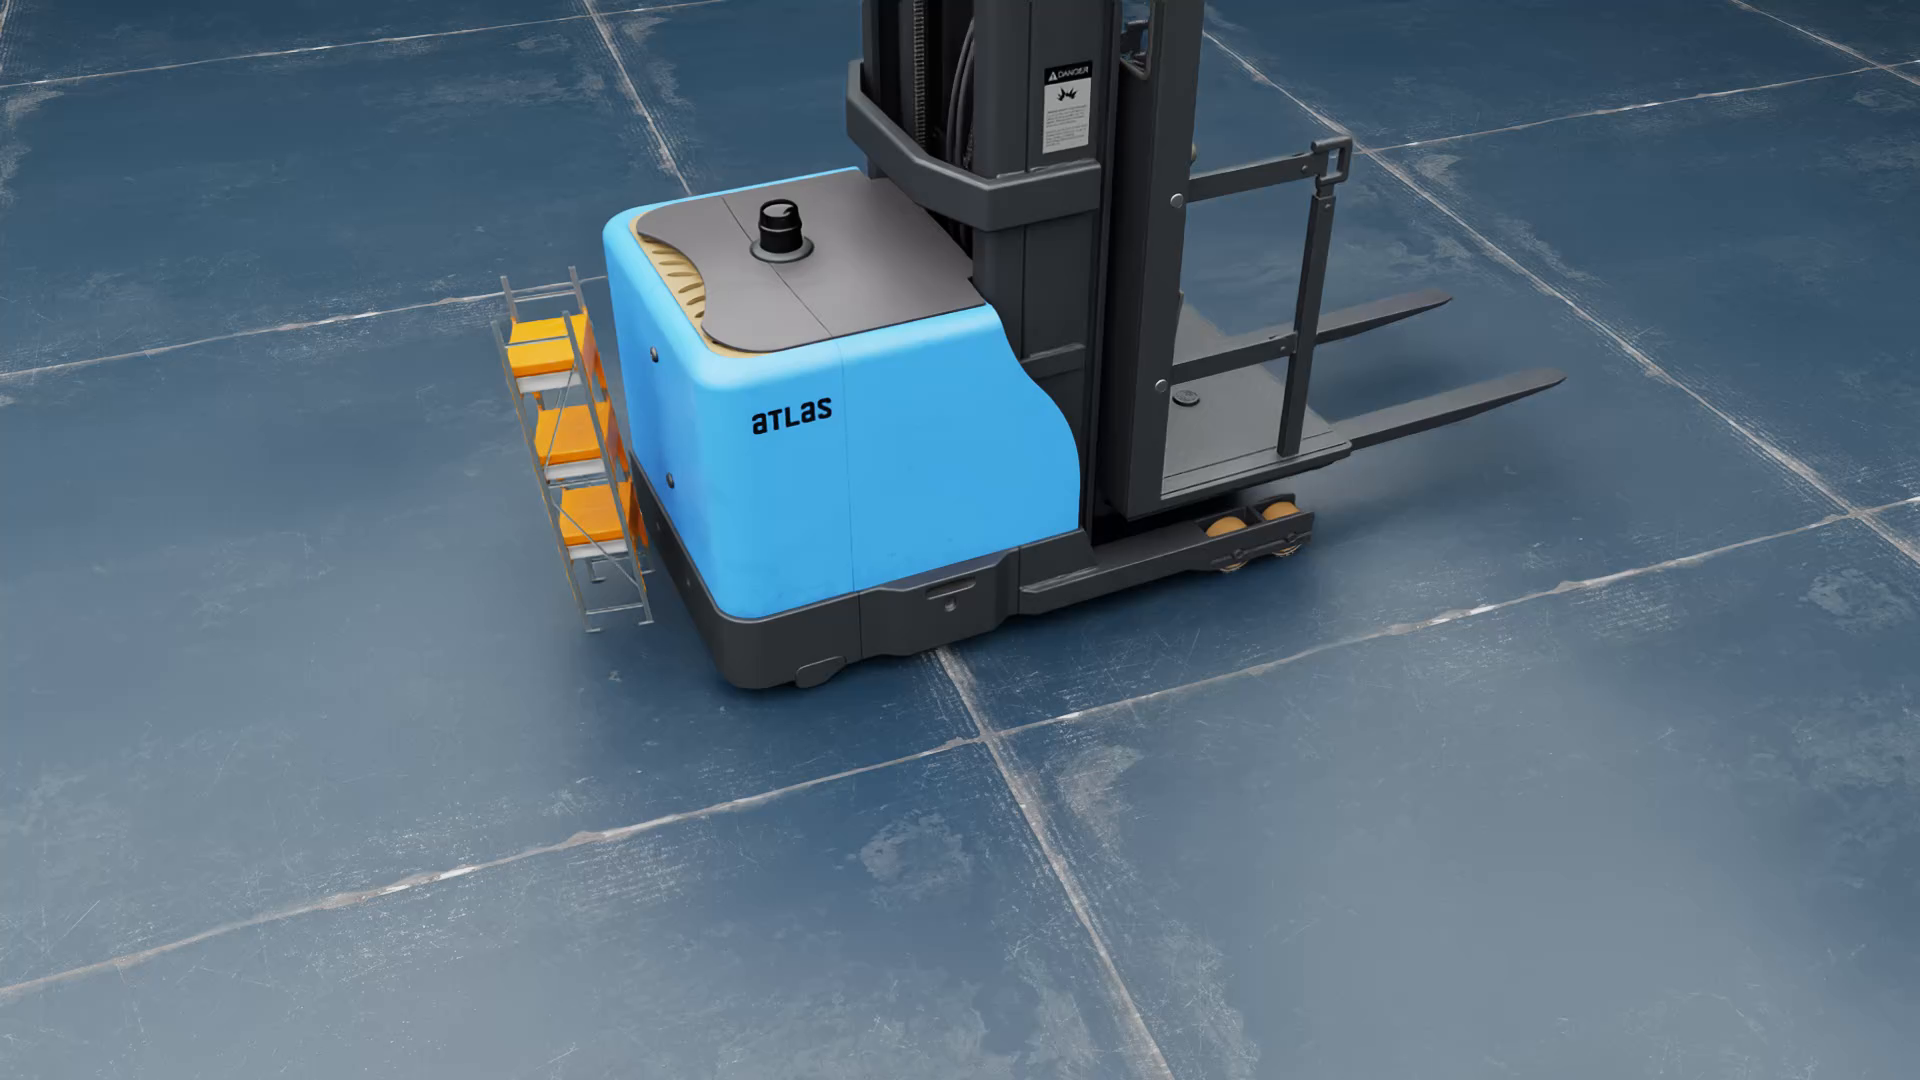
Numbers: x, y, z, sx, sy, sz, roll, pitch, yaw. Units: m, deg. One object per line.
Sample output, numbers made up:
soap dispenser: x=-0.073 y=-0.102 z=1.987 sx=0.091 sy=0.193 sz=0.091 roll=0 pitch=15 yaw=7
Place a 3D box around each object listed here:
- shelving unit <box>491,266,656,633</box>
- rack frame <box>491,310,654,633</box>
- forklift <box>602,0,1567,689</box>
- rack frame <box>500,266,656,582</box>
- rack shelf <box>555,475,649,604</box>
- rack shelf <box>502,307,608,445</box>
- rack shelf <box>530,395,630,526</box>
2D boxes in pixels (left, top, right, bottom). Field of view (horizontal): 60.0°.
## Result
shelving unit: x=-1.065 y=-0.229 z=4.667 sx=0.215 sy=1.050 sz=0.252 roll=-9 pitch=37 yaw=-2
rack frame: x=-1.050 y=-0.157 z=4.570 sx=0.200 sy=1.050 sz=0.008 roll=-9 pitch=37 yaw=-2
forklift: x=0.537 y=-1.347 z=4.603 sx=3.031 sy=2.935 sz=1.130 roll=-15 pitch=40 yaw=-20
rack frame: x=-1.079 y=-0.302 z=4.764 sx=0.200 sy=1.050 sz=0.008 roll=-9 pitch=37 yaw=-2
rack shelf: x=-1.037 y=-0.002 z=4.842 sx=0.215 sy=0.259 sz=0.240 roll=-9 pitch=37 yaw=-2
rack shelf: x=-1.091 y=-0.445 z=4.501 sx=0.215 sy=0.259 sz=0.240 roll=-9 pitch=37 yaw=-2
rack shelf: x=-1.064 y=-0.221 z=4.673 sx=0.215 sy=0.259 sz=0.240 roll=-9 pitch=37 yaw=-2
